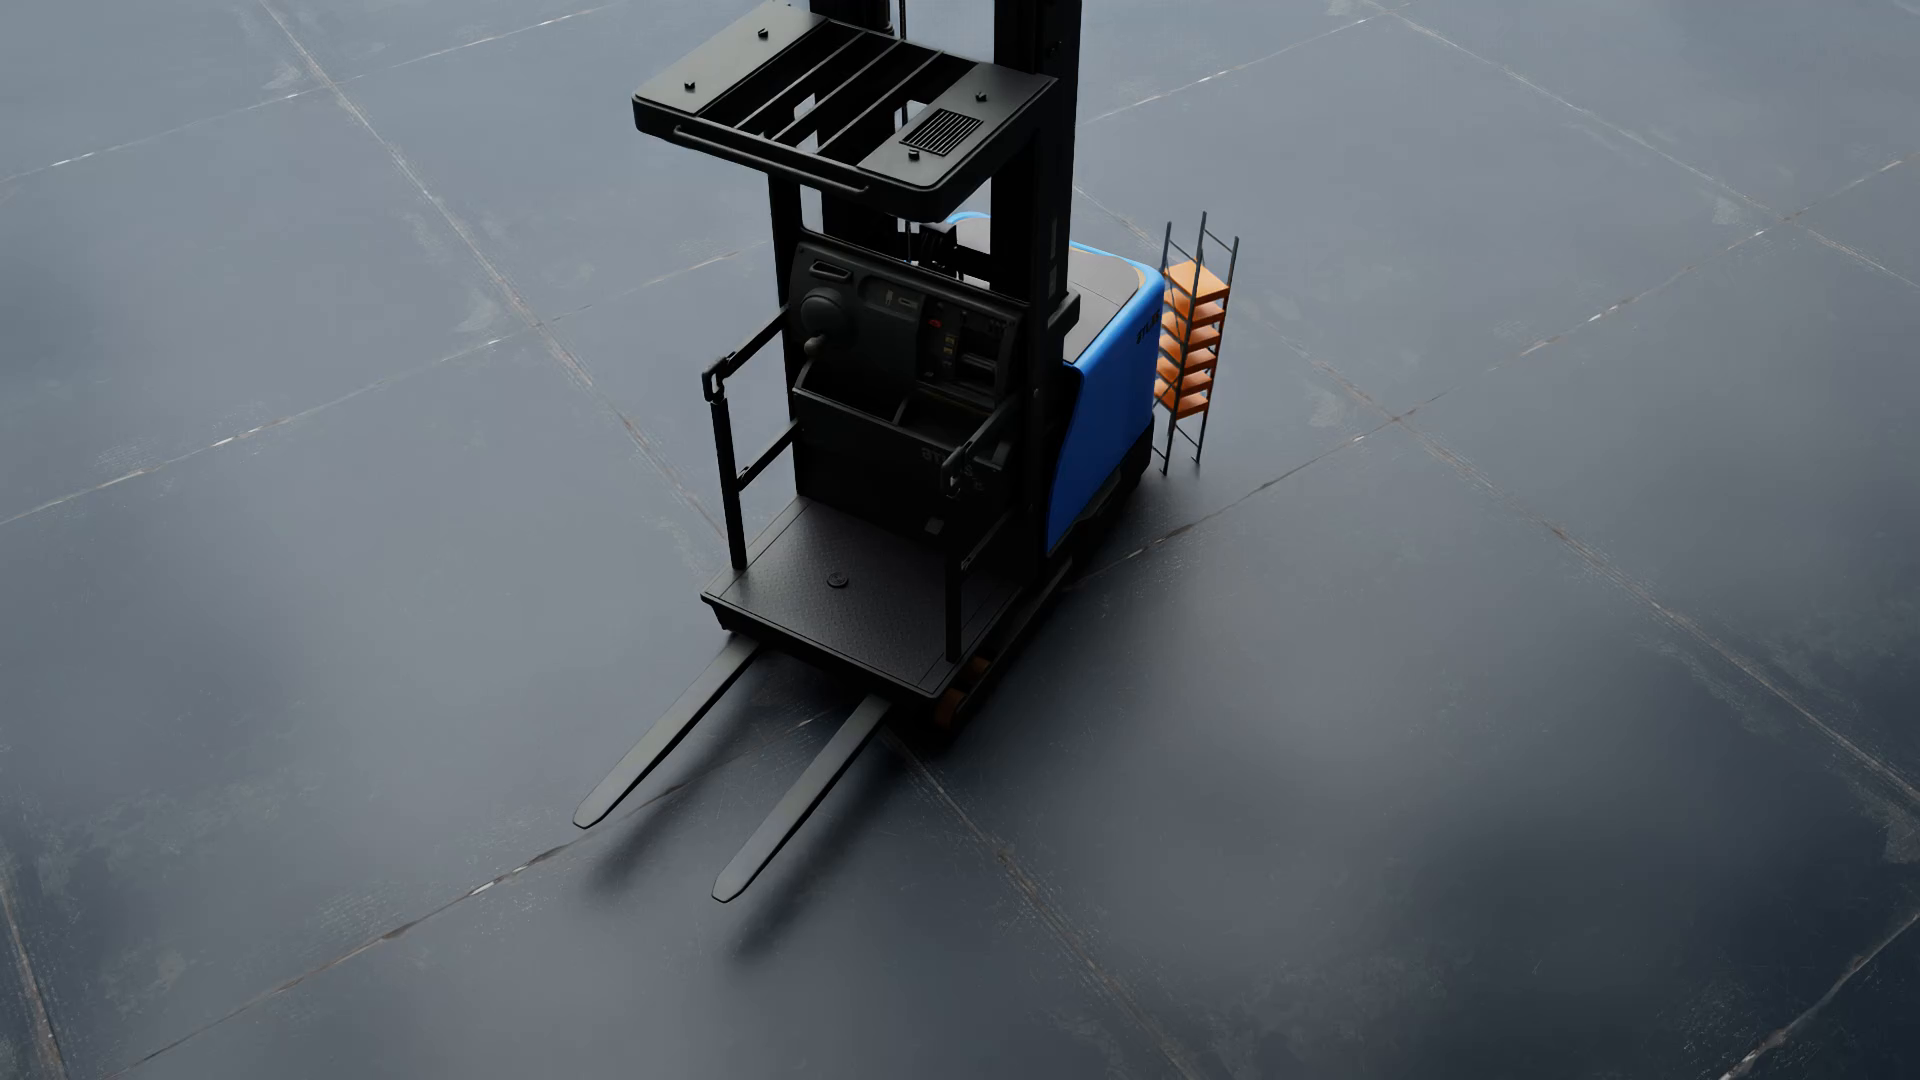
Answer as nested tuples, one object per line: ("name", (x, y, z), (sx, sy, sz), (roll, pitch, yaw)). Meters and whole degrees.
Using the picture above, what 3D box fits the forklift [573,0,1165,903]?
("forklift", (-0.317, -0.687, 5.838), (1.130, 2.935, 3.031), (22, 48, 21))

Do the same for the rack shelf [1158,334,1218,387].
("rack shelf", (0.974, -0.802, 7.270), (0.180, 0.103, 0.258), (-20, 47, -24))

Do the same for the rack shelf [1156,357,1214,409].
("rack shelf", (0.969, -0.713, 7.351), (0.180, 0.103, 0.258), (-20, 47, -24))

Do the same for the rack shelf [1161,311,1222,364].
("rack shelf", (0.979, -0.891, 7.190), (0.180, 0.103, 0.258), (-20, 47, -24))

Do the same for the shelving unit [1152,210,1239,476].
("shelving unit", (0.976, -0.835, 7.241), (0.189, 1.200, 0.258), (-20, 47, -24))

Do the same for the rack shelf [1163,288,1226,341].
("rack shelf", (0.984, -0.979, 7.109), (0.180, 0.103, 0.258), (-20, 47, -24))

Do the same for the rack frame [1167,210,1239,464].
("rack frame", (1.054, -0.864, 7.277), (0.006, 1.200, 0.240), (-20, 47, -24))

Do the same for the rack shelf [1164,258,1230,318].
("rack shelf", (0.989, -1.068, 7.029), (0.180, 0.103, 0.258), (-20, 47, -24))

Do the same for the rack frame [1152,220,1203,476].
("rack frame", (0.897, -0.806, 7.204), (0.006, 1.200, 0.240), (-20, 47, -24))

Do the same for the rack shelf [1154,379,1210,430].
("rack shelf", (0.964, -0.624, 7.432), (0.180, 0.103, 0.258), (-20, 47, -24))
